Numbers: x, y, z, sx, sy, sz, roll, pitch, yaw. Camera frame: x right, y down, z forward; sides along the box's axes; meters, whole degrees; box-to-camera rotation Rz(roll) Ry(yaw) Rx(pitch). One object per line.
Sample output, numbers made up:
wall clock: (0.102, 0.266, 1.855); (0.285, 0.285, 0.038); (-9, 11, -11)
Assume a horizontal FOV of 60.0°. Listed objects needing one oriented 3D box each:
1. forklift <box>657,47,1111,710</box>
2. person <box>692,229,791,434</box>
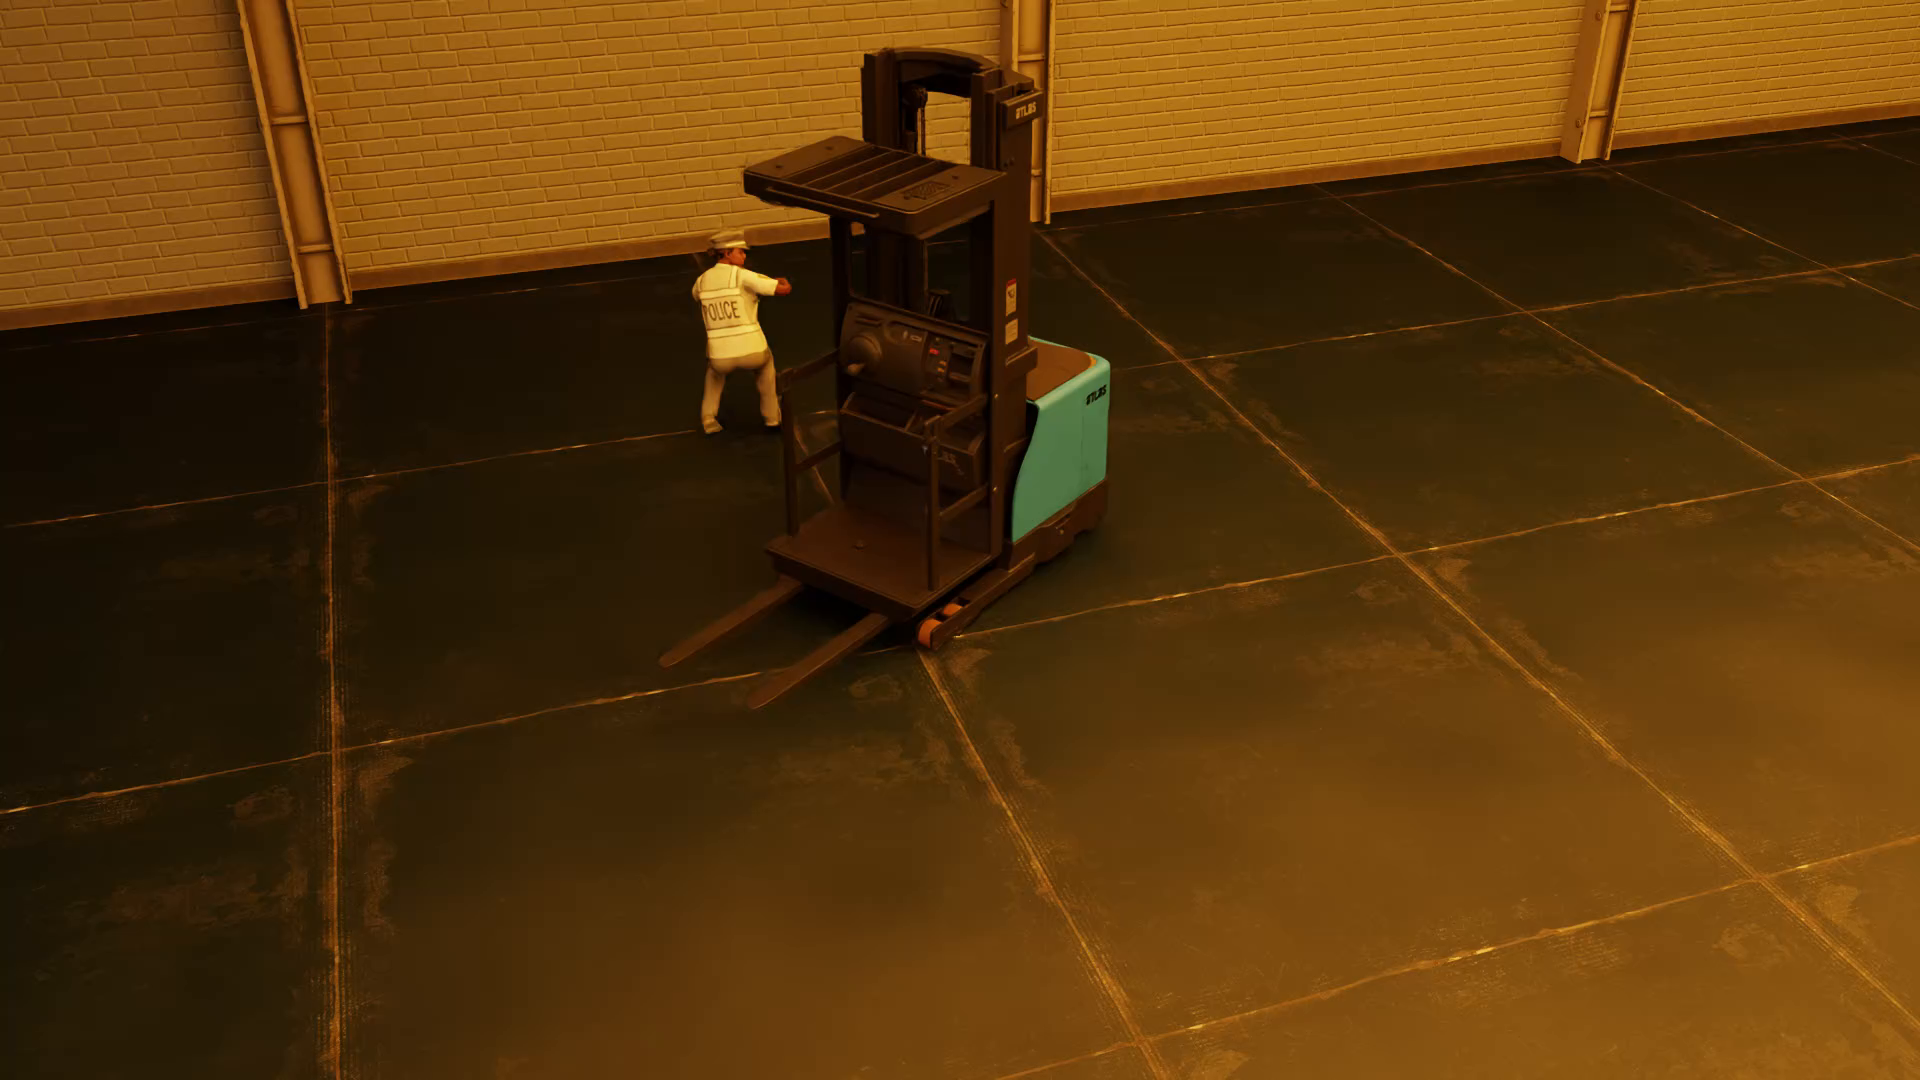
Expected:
forklift: (-0.383, -0.953, 8.743); (1.130, 2.935, 3.031); (20, 36, 31)
person: (-1.432, -1.395, 11.072); (0.716, 1.414, 0.893); (3, 30, 5)
